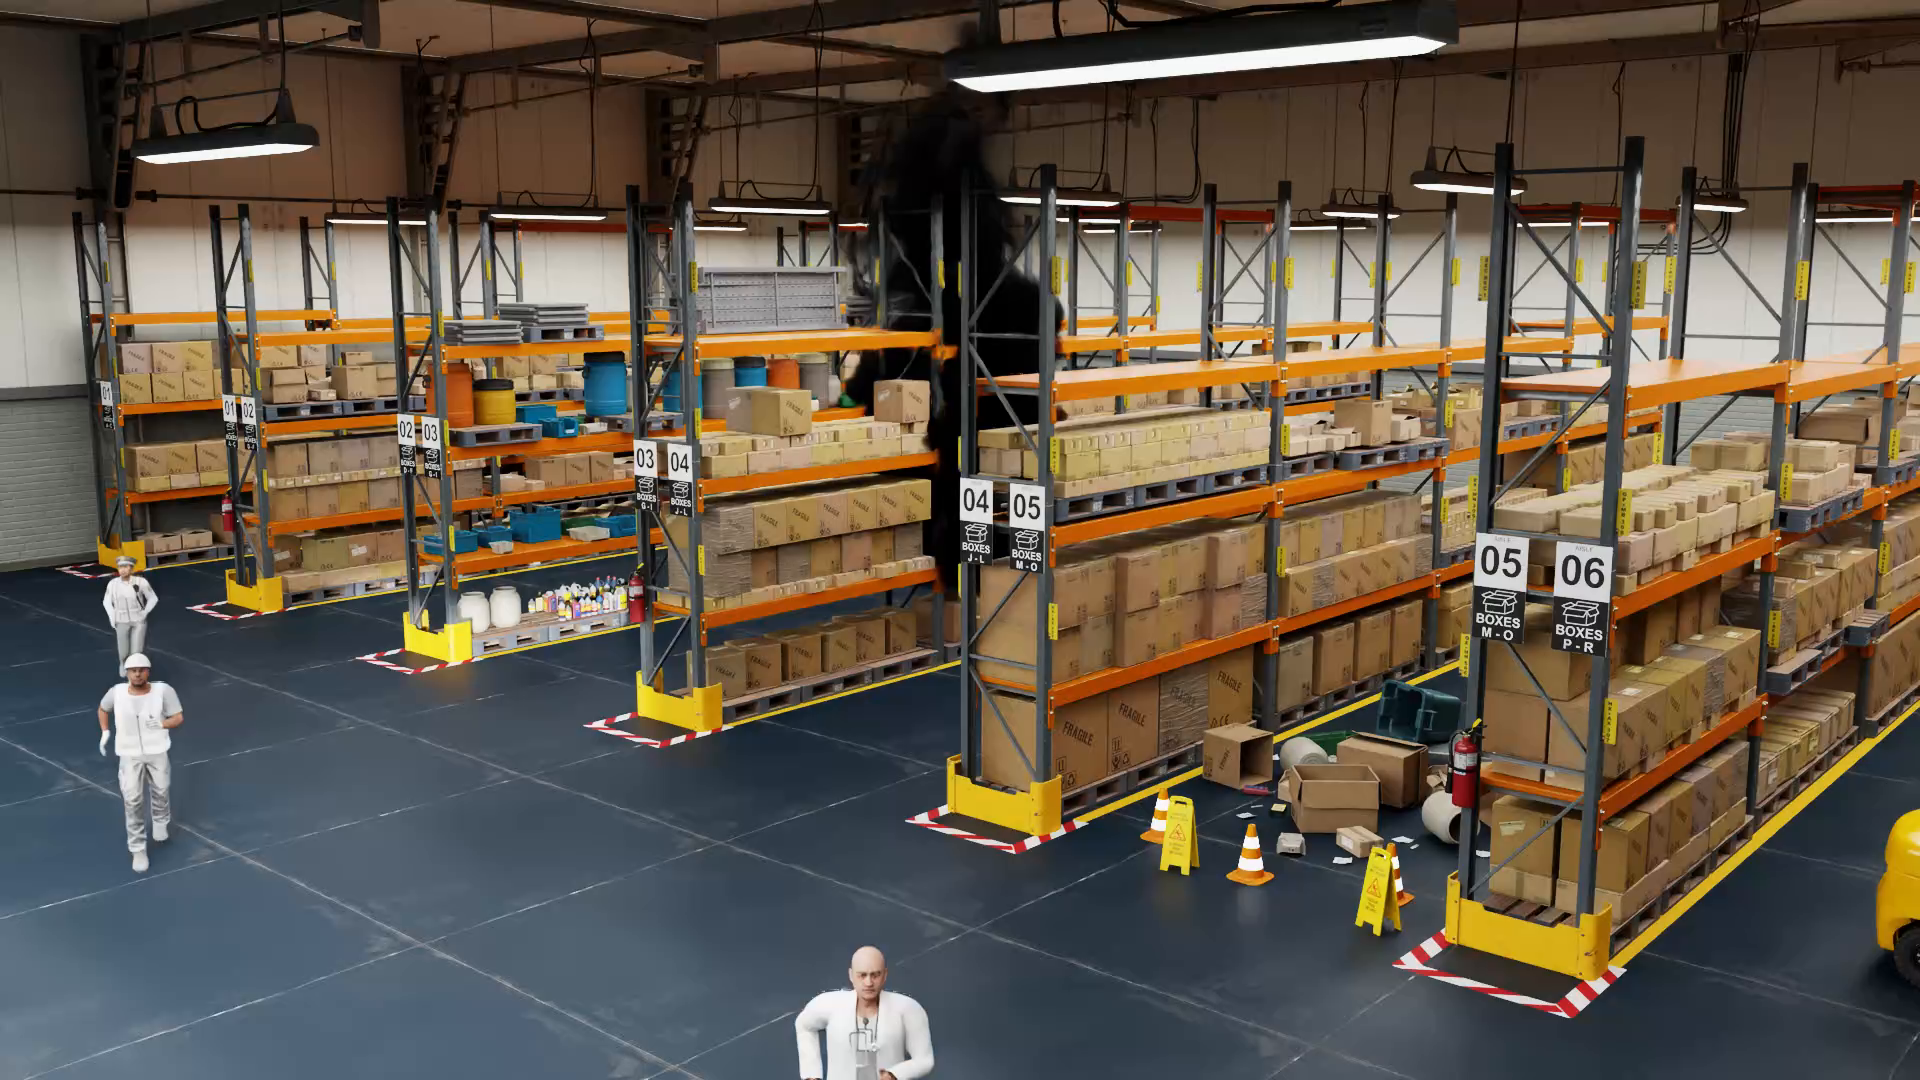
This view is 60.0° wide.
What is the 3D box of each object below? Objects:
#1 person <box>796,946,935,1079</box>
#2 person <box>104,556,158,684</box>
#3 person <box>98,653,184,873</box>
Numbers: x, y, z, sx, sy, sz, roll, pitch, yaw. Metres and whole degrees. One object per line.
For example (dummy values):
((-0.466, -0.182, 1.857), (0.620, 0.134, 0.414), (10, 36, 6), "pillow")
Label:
((-0.469, 2.932, 8.363), (0.669, 1.849, 0.835), (-1, 10, -9), "person")
((-10.126, 0.998, 20.343), (0.612, 1.674, 0.594), (-3, 10, -20), "person")
((-7.121, 1.882, 14.511), (0.671, 1.826, 0.874), (-5, 11, -26), "person")
